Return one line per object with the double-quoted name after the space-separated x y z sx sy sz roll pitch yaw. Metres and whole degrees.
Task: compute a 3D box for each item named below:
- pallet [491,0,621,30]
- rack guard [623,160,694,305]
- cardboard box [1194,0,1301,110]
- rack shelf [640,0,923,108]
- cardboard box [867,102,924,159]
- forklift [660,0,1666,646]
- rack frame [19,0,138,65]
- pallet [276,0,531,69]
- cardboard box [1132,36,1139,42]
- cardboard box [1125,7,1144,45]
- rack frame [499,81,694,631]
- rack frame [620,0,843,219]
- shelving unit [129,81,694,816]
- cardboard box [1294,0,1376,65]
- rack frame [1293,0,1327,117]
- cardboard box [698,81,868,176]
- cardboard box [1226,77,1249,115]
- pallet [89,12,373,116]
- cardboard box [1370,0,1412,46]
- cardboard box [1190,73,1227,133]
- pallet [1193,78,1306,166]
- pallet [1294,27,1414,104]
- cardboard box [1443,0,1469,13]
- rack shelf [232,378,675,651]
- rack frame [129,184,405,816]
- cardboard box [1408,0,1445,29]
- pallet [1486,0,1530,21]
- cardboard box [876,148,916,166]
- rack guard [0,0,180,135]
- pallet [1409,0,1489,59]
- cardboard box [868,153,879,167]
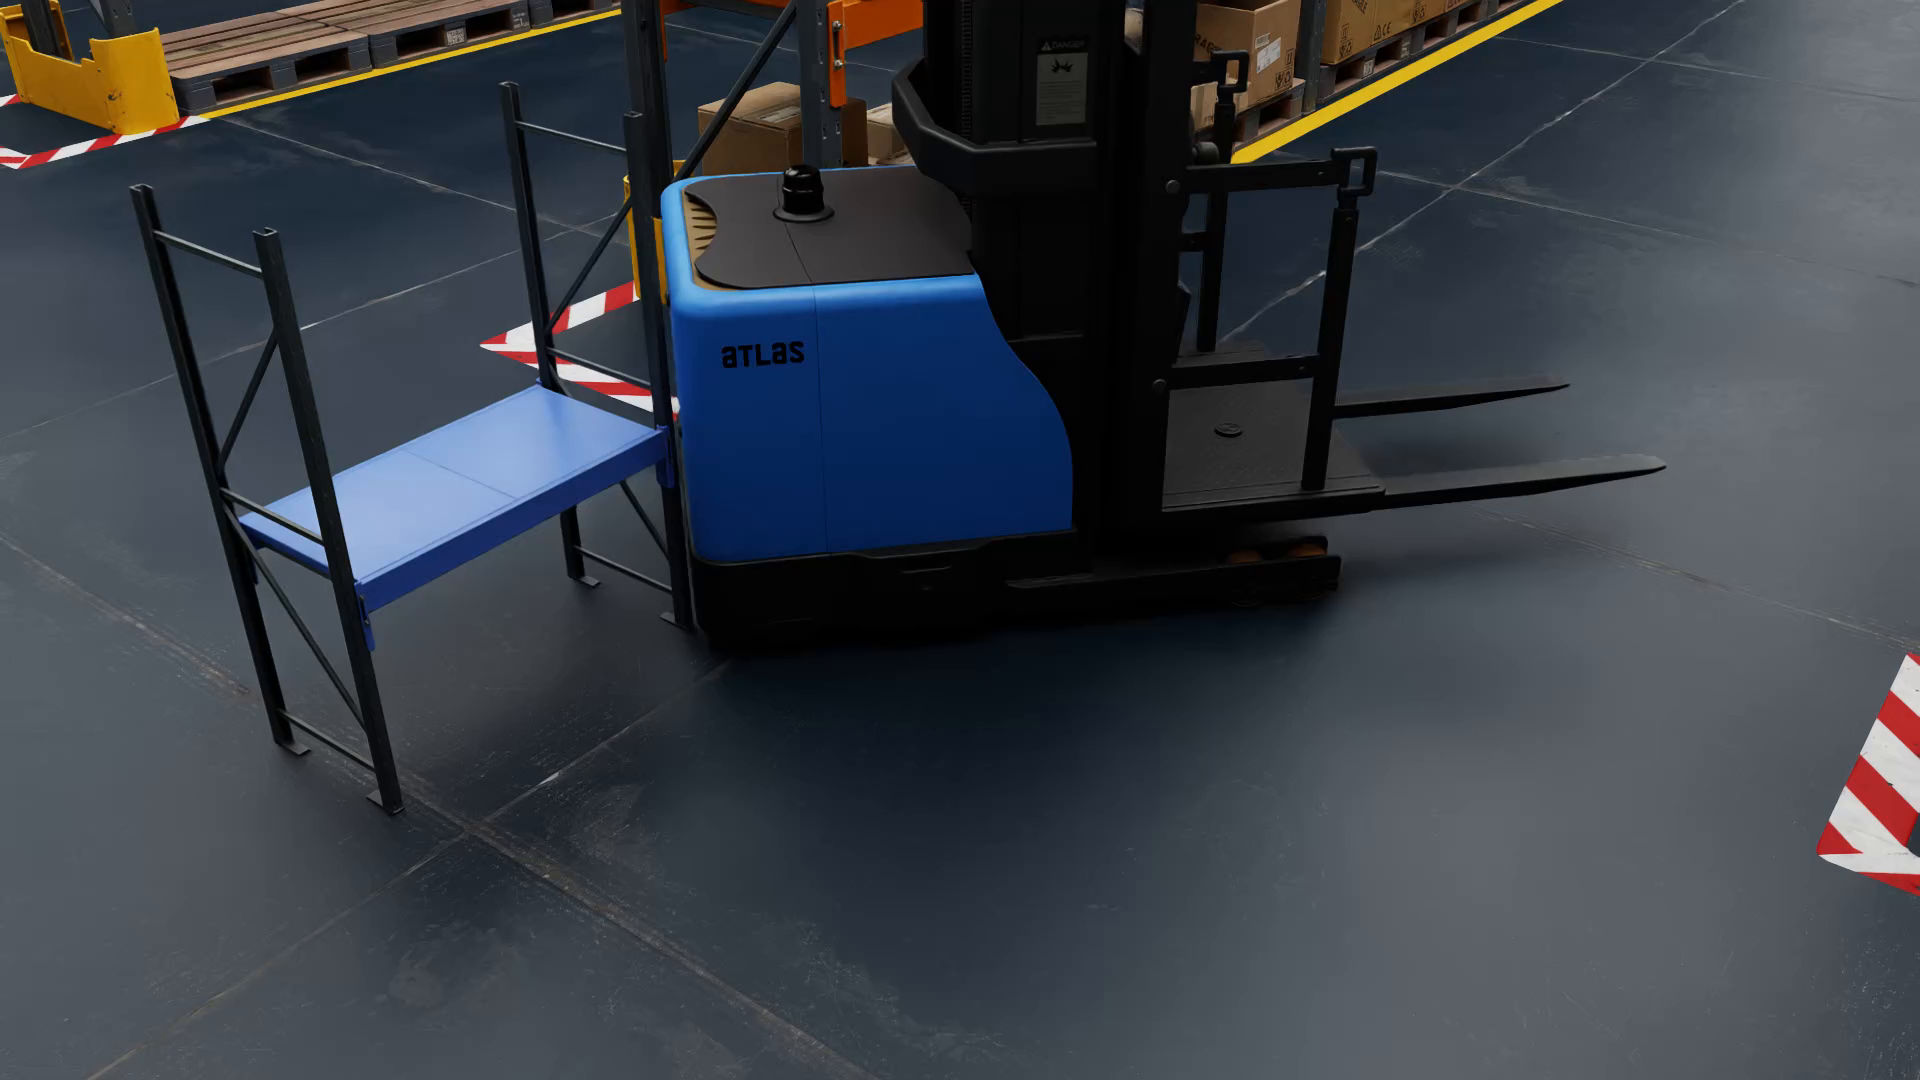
-2.812 -3.823 11.493 1.003 0.211 1.213 21 37 31 "pallet"
-0.821 -1.137 6.678 1.175 0.500 0.348 21 37 31 "rack guard"
1.430 -2.602 8.719 0.500 0.500 0.500 21 37 31 "cardboard box"
0.340 -2.685 7.543 1.077 0.370 4.000 21 37 31 "rack shelf"
-0.138 -1.861 7.714 0.500 0.250 0.500 21 37 31 "cardboard box"
0.664 -1.322 4.607 3.031 2.935 1.130 -6 31 -9 "forklift"
-4.814 -3.707 8.563 1.000 3.000 0.127 21 37 31 "rack frame"
-3.548 -3.325 10.653 1.003 0.211 1.213 21 37 31 "pallet"
0.417 -2.157 7.965 0.797 0.503 0.637 21 37 31 "cardboard box"
1.121 -2.736 9.129 0.500 0.311 0.500 21 37 31 "cardboard box"
-0.984 -0.465 4.563 0.500 1.500 0.032 21 36 31 "rack frame"
-0.867 -2.181 5.988 1.000 3.000 0.127 21 37 31 "rack frame"
-1.285 -0.256 4.211 0.538 1.500 1.048 21 36 31 "shelving unit"
2.034 -3.043 9.462 0.500 0.500 0.500 19 36 29 "cardboard box"
1.547 -3.807 8.732 1.000 3.000 0.127 21 37 31 "rack frame"
-0.735 -1.592 7.014 0.500 0.500 0.500 21 37 31 "cardboard box"
1.251 -2.280 8.520 0.380 0.149 0.250 21 37 31 "cardboard box"
-4.285 -2.831 9.819 1.003 0.211 1.213 21 37 31 "pallet"
2.347 -3.263 9.834 0.500 0.500 0.500 22 37 32 "cardboard box"
0.977 -2.216 8.253 0.500 0.311 0.500 21 37 31 "cardboard box"
1.132 -2.328 8.972 1.003 0.211 1.213 21 37 31 "pallet"
2.008 -2.950 10.020 1.003 0.211 1.213 21 37 31 "pallet"
2.960 -3.669 10.519 0.500 0.500 0.500 20 36 30 "cardboard box"
-1.285 -0.101 4.303 0.538 0.185 1.000 21 36 31 "rack shelf"
-1.587 -0.047 3.859 0.500 1.500 0.032 21 36 31 "rack frame"
2.654 -3.464 10.172 0.500 0.500 0.500 22 37 32 "cardboard box"
3.481 -3.941 11.694 1.003 0.211 1.213 21 37 31 "pallet"
-0.011 -1.524 7.146 0.500 0.250 0.500 21 37 31 "cardboard box"
-4.818 -2.618 9.177 1.175 0.500 0.348 21 37 31 "rack guard"
2.744 -3.448 10.860 1.003 0.211 1.213 21 37 31 "pallet"
-0.419 -1.585 7.330 0.380 0.166 0.250 21 37 31 "cardboard box"
